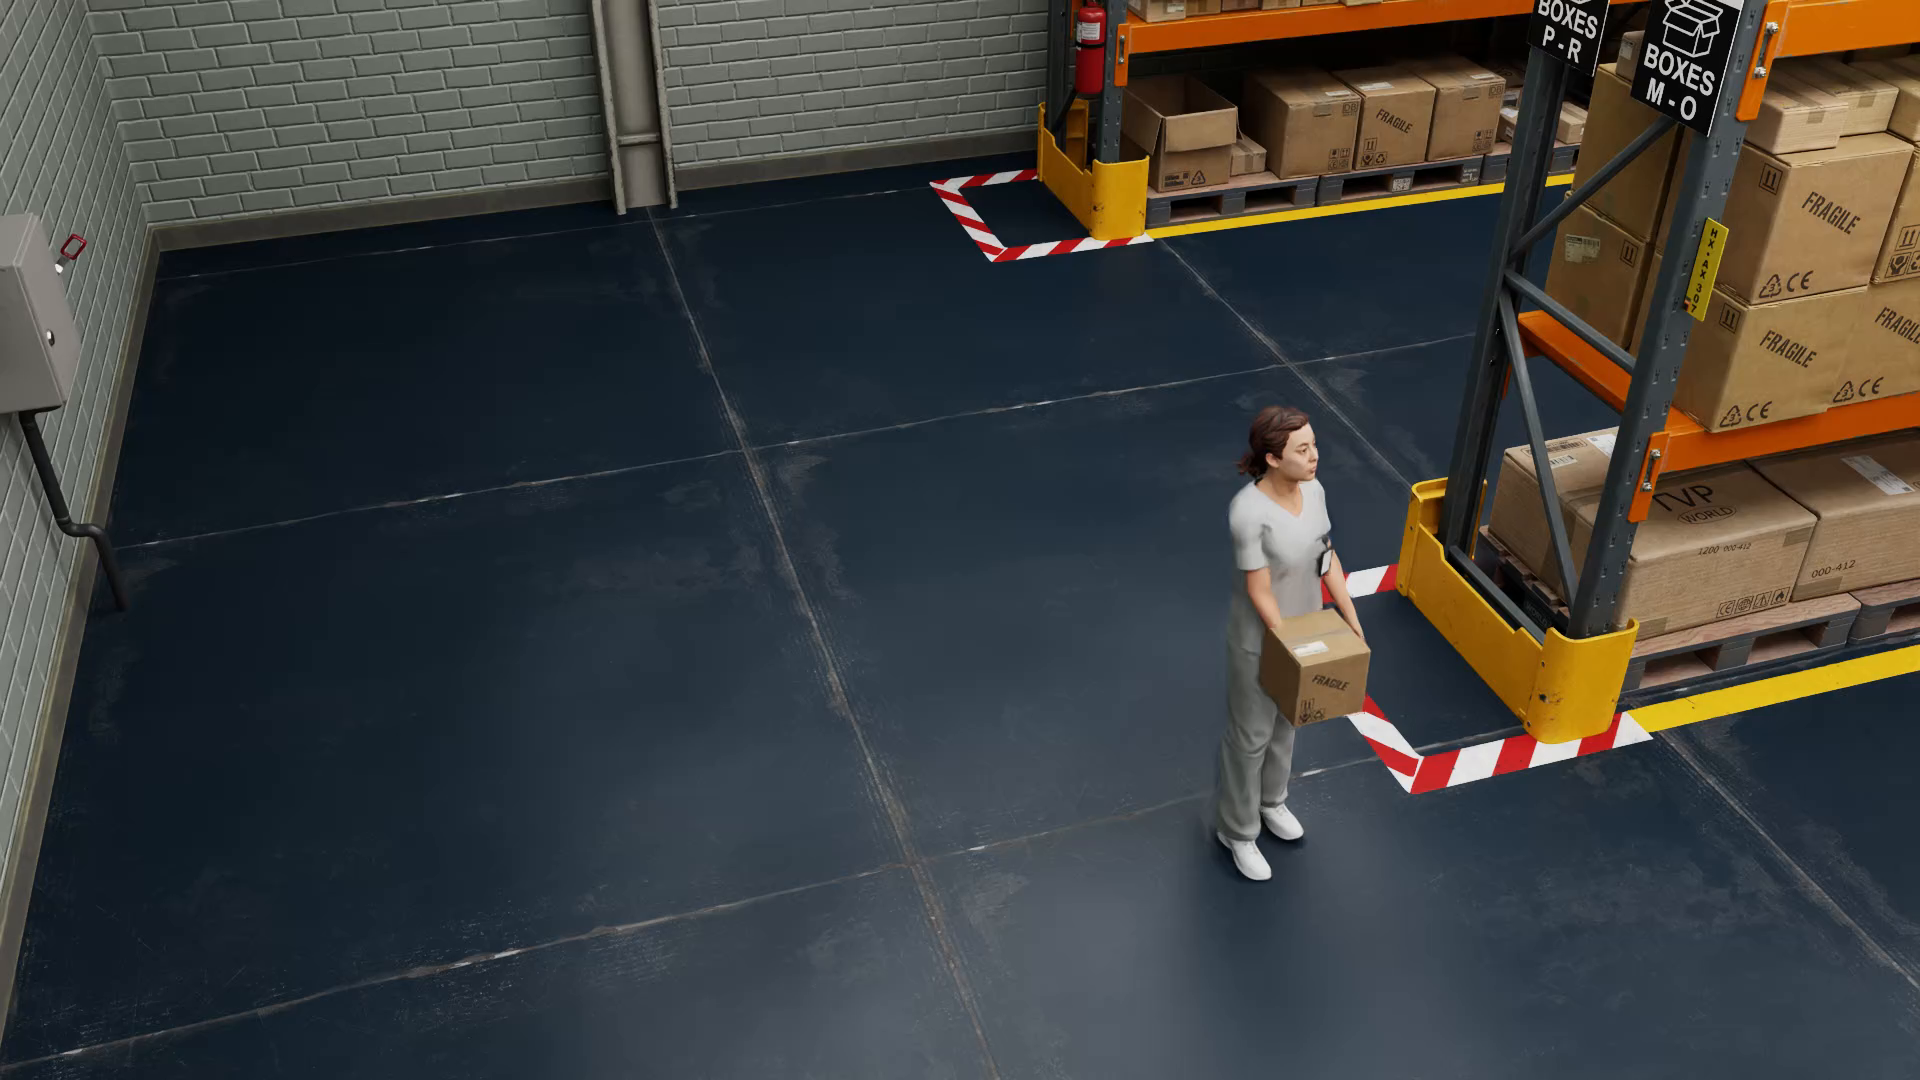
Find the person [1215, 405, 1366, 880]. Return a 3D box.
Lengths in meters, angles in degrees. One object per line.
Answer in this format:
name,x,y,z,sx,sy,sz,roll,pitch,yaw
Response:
person,1.082,0.338,5.639,0.500,1.678,0.514,-27,42,-34
